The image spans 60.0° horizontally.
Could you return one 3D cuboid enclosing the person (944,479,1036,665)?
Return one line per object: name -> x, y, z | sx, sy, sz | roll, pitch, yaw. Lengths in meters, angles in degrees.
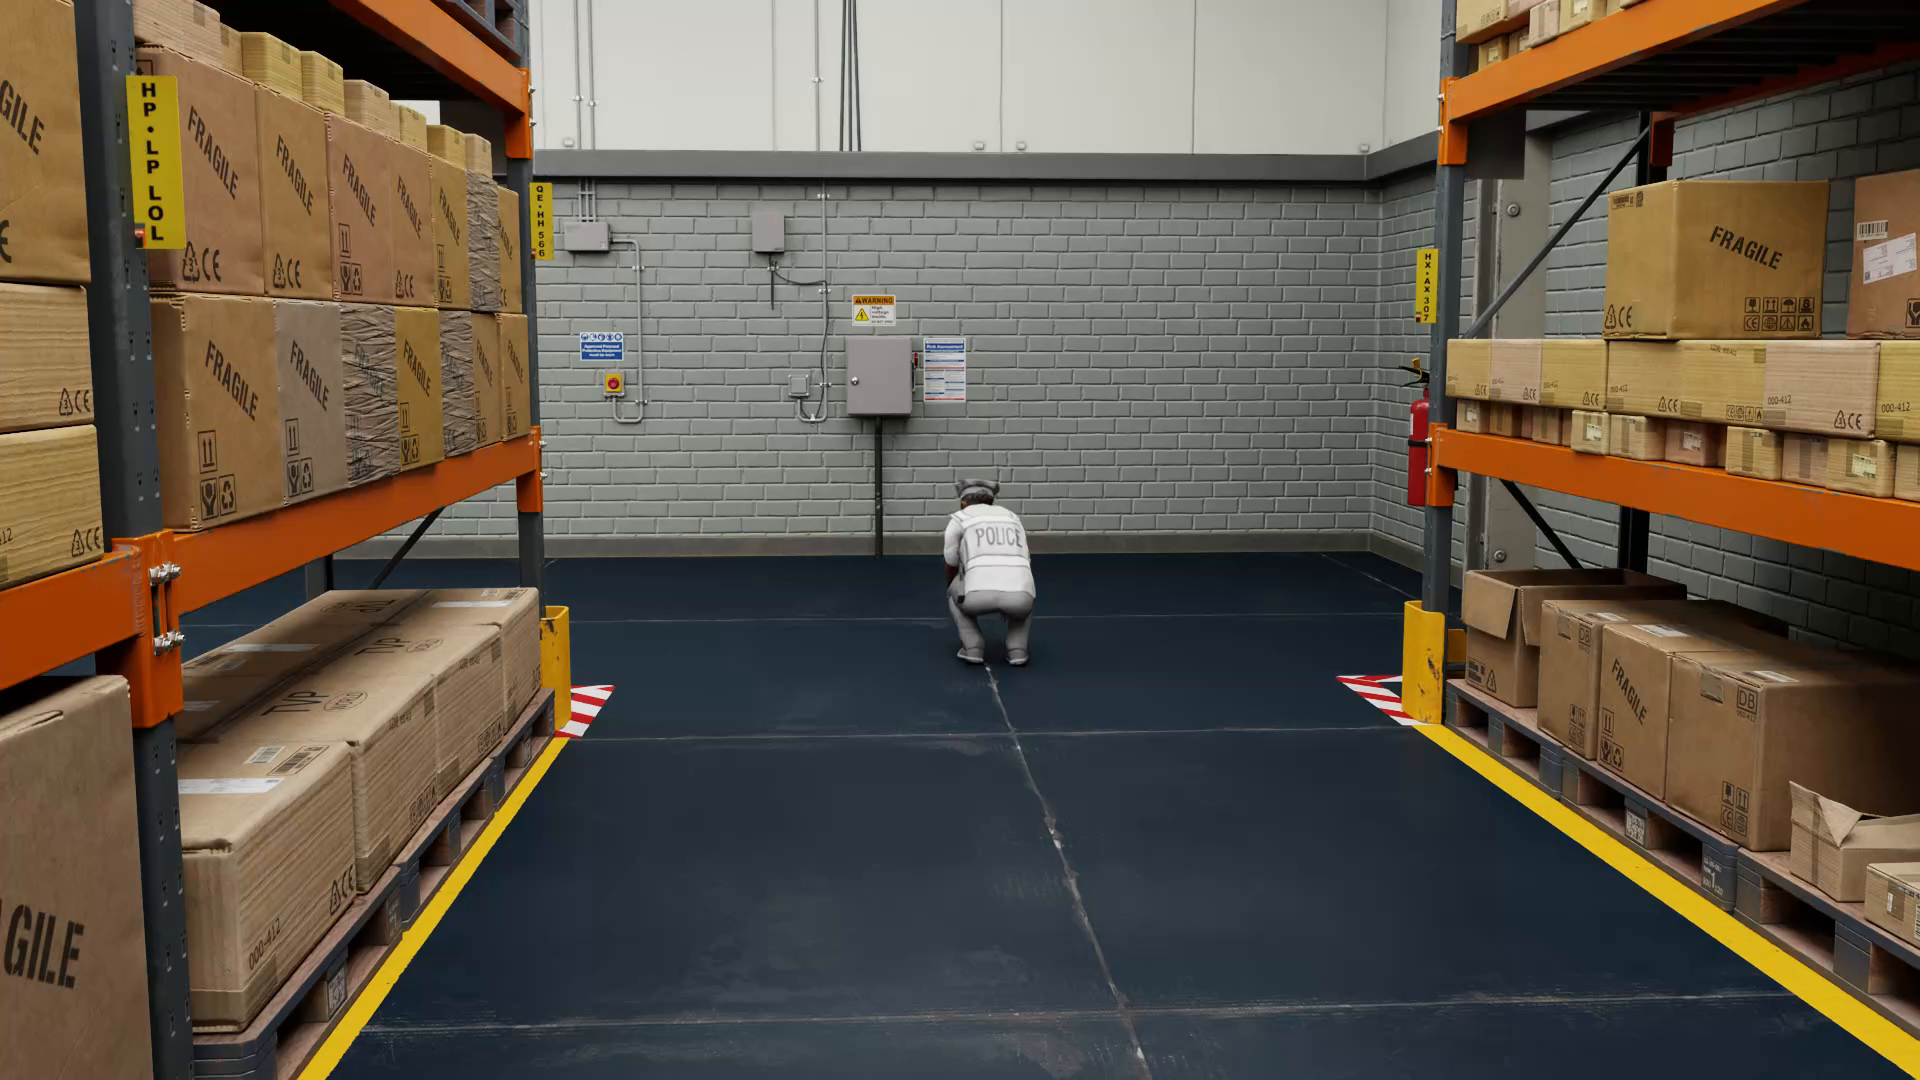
person -> 0.164, 0.163, 8.884 | 0.485, 0.961, 0.840 | -1, 7, -4
